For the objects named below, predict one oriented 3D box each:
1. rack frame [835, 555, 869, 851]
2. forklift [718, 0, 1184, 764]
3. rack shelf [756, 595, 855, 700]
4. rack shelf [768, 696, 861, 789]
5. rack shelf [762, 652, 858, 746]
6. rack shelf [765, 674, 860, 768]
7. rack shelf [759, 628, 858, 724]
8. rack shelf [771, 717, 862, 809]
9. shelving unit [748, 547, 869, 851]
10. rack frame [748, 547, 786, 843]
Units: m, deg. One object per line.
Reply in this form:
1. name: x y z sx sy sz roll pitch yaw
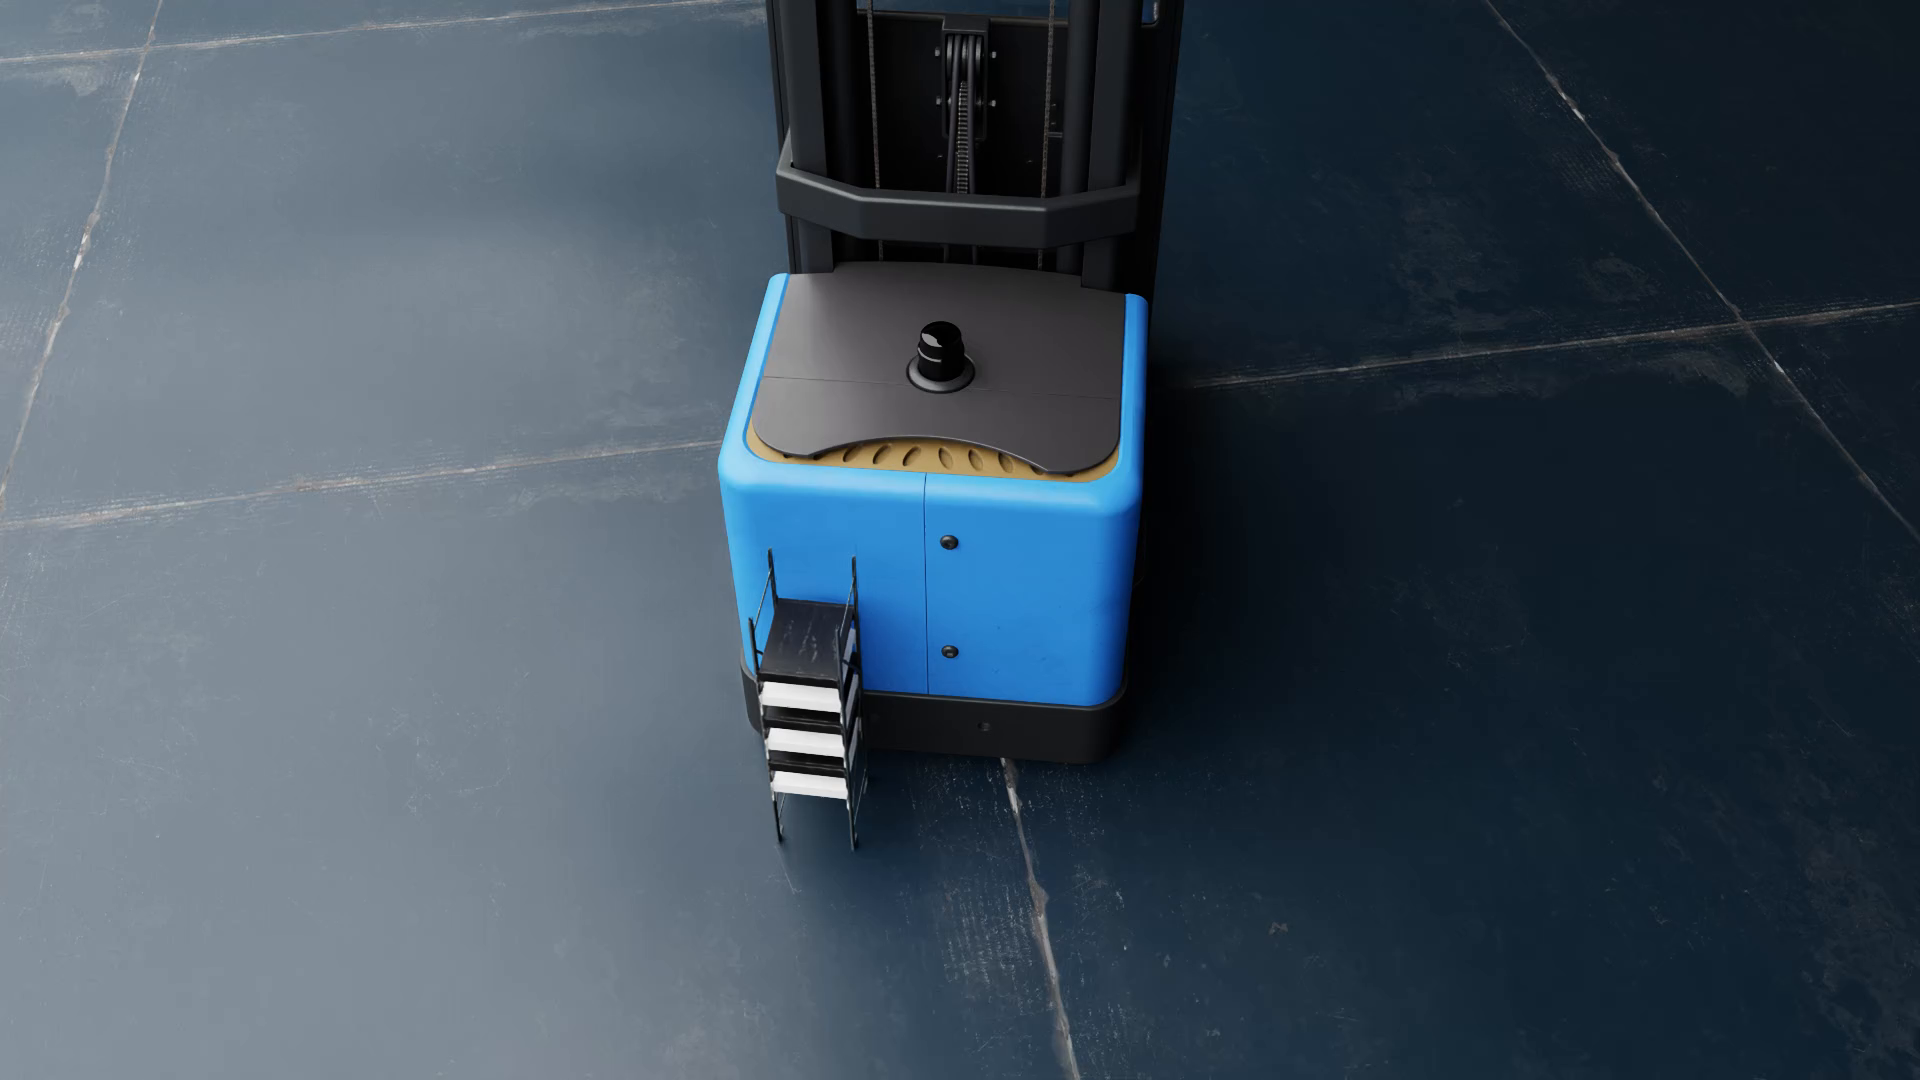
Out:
1. rack frame: -0.270 0.434 4.207 0.006 0.900 0.240 5 46 5
2. forklift: 0.060 -1.467 4.628 1.130 2.935 3.031 4 46 4
3. rack shelf: -0.369 0.260 4.045 0.200 0.077 0.258 5 46 5
4. rack shelf: -0.371 0.510 4.304 0.200 0.077 0.258 5 46 5
5. rack shelf: -0.370 0.385 4.175 0.200 0.077 0.258 5 46 5
6. rack shelf: -0.371 0.447 4.240 0.200 0.077 0.258 5 46 5
7. rack shelf: -0.370 0.323 4.110 0.200 0.077 0.258 5 46 5
8. rack shelf: -0.371 0.572 4.369 0.200 0.077 0.258 5 46 5
9. shelving unit: -0.370 0.424 4.216 0.210 0.900 0.258 5 46 5
10. rack frame: -0.471 0.415 4.224 0.006 0.900 0.240 5 46 5
